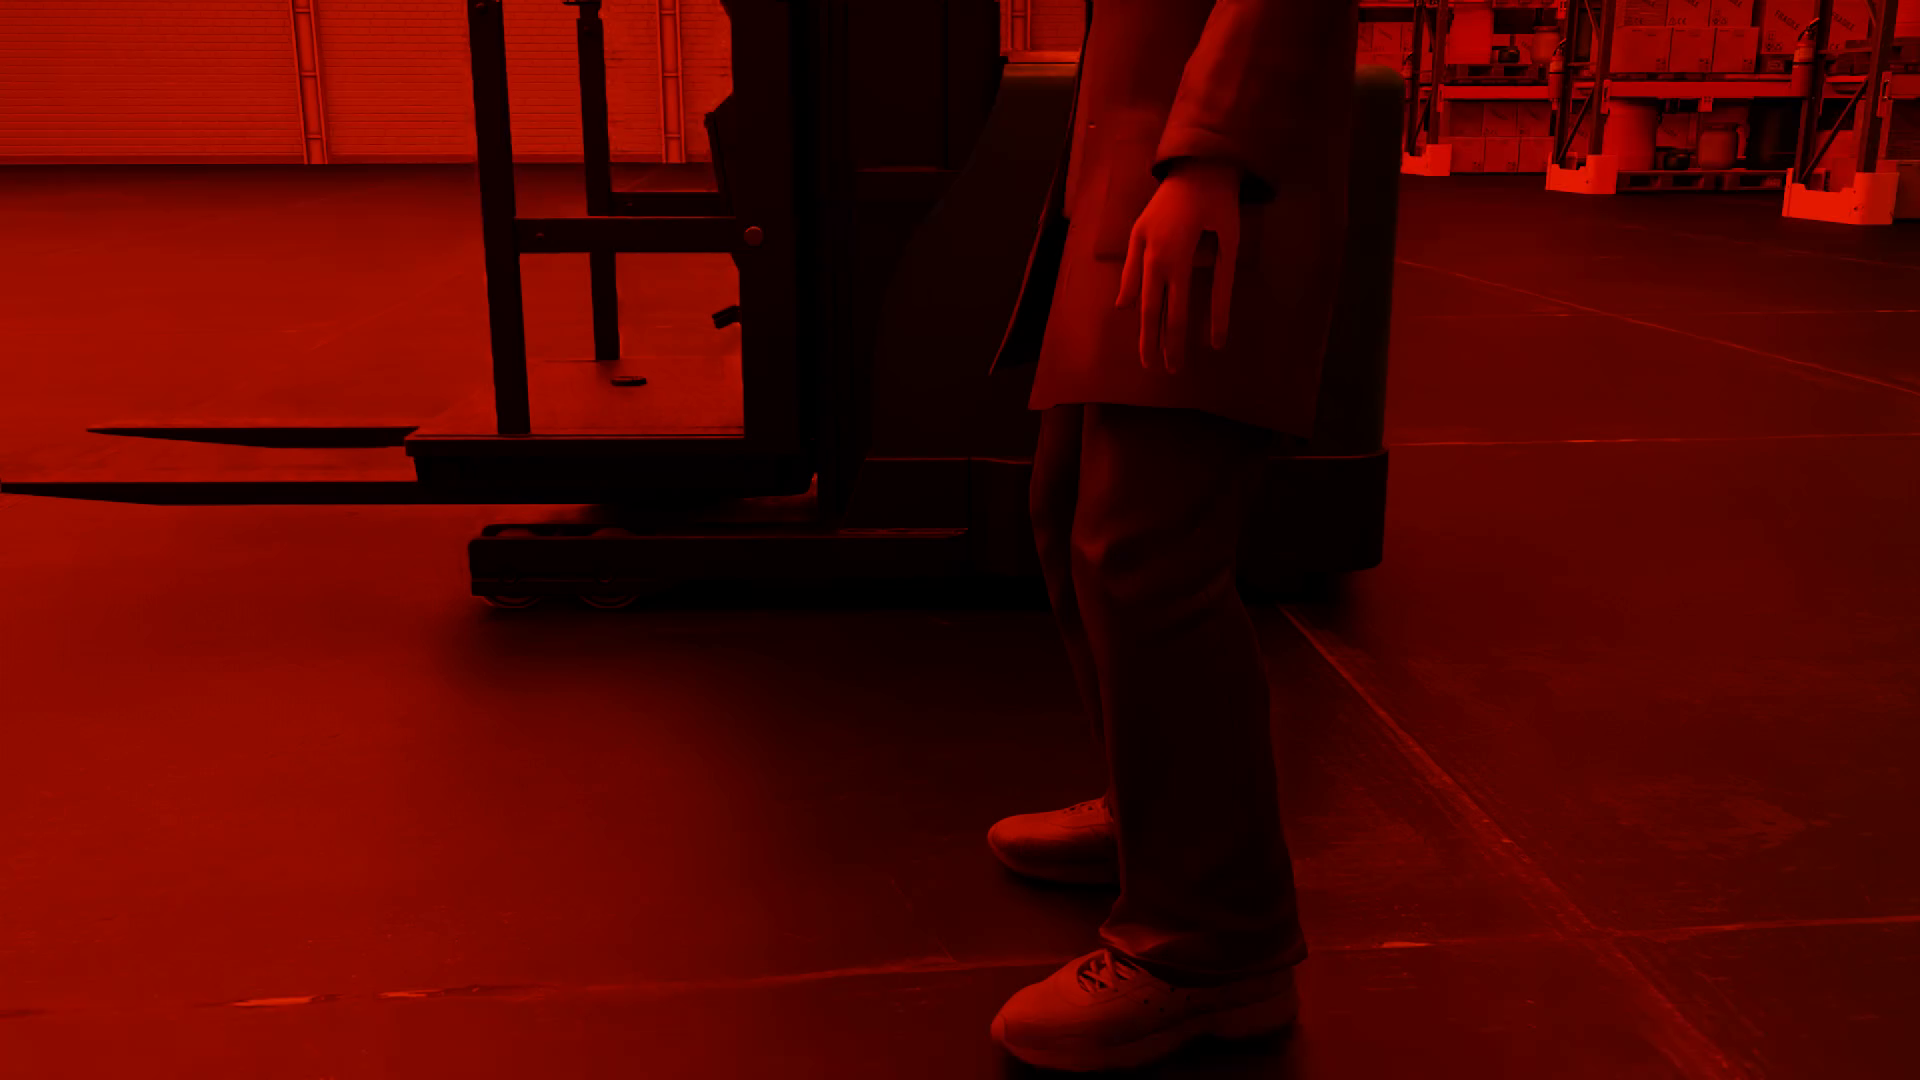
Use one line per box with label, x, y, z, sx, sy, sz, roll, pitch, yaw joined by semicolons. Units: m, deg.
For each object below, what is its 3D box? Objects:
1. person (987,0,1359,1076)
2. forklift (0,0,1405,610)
person;0.211;-0.366;1.871;0.427;1.759;0.799;-2;15;-6
forklift;-0.636;-1.410;3.535;3.031;2.935;1.130;0;15;-1
